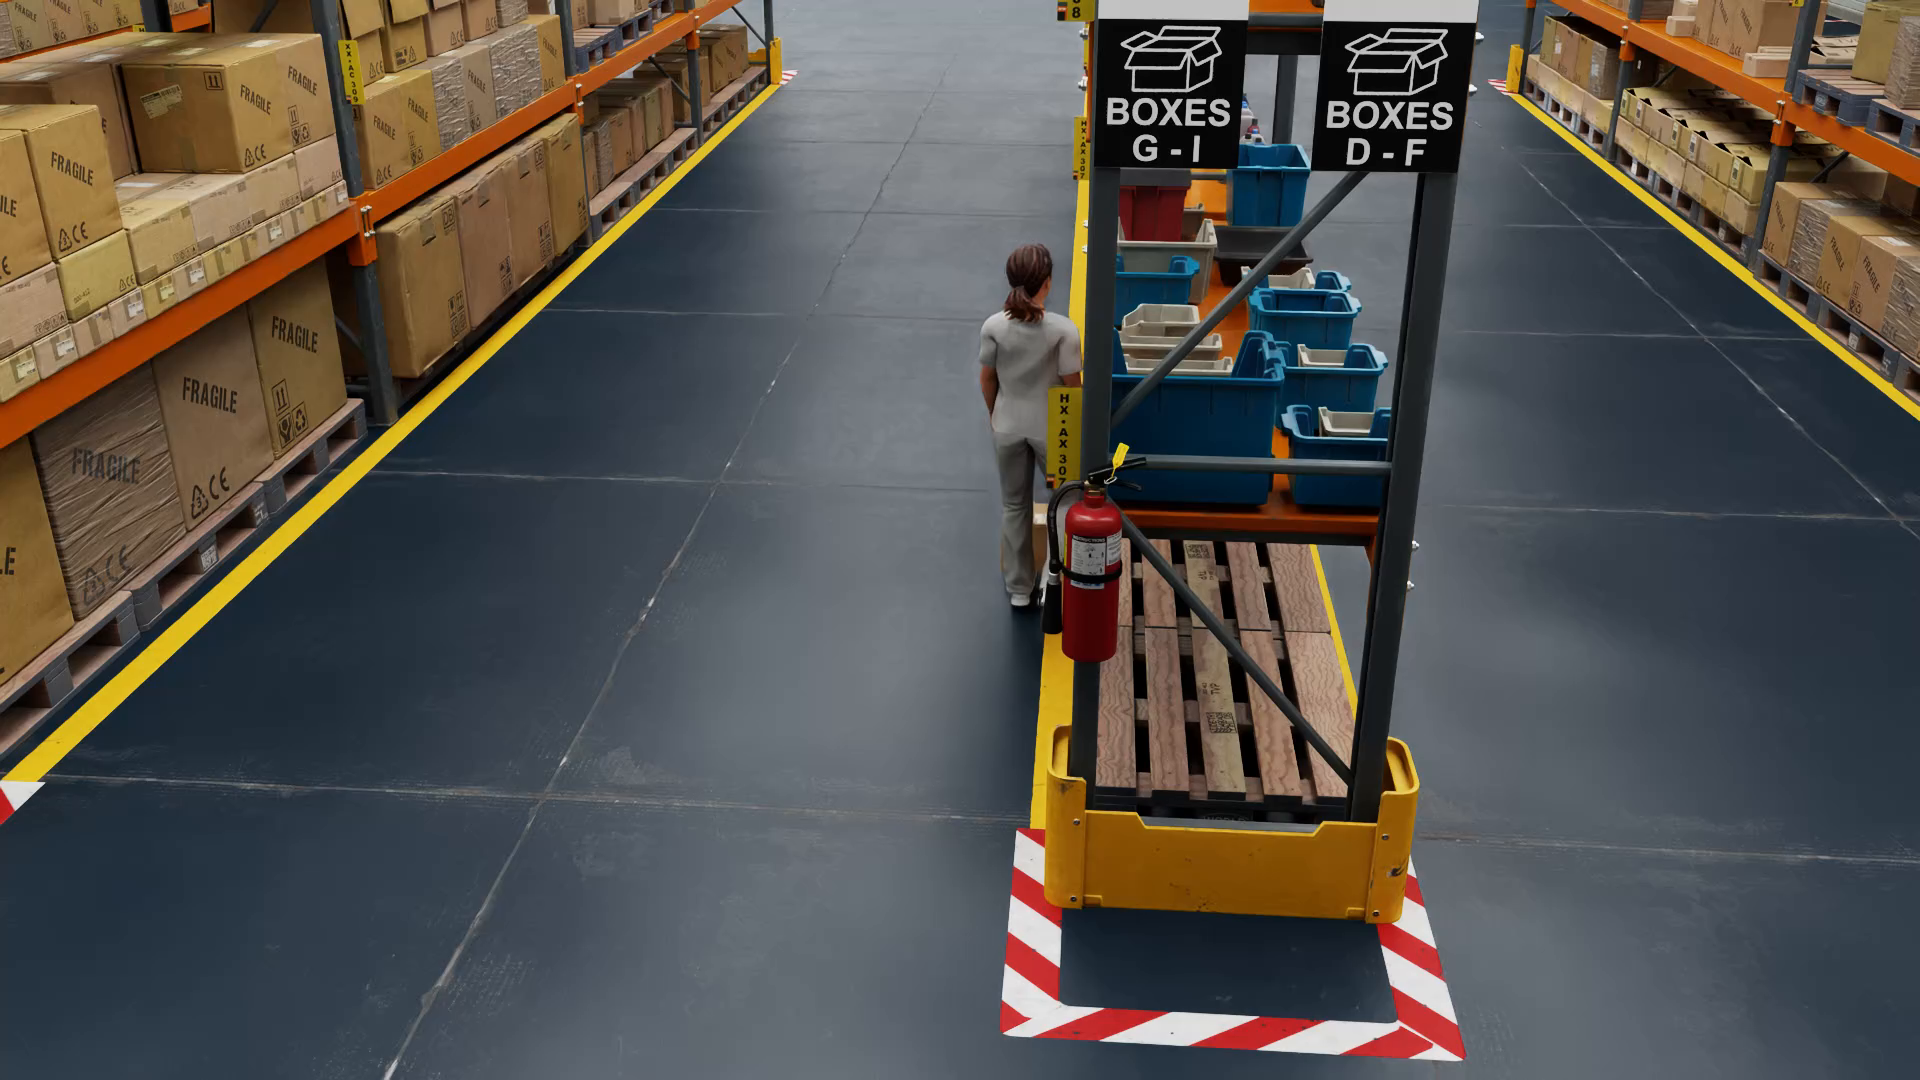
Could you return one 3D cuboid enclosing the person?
[{"bbox_3d":[0.318,-0.454,7.080,0.464,1.684,0.539,6,25,13],"label":"person"}]
